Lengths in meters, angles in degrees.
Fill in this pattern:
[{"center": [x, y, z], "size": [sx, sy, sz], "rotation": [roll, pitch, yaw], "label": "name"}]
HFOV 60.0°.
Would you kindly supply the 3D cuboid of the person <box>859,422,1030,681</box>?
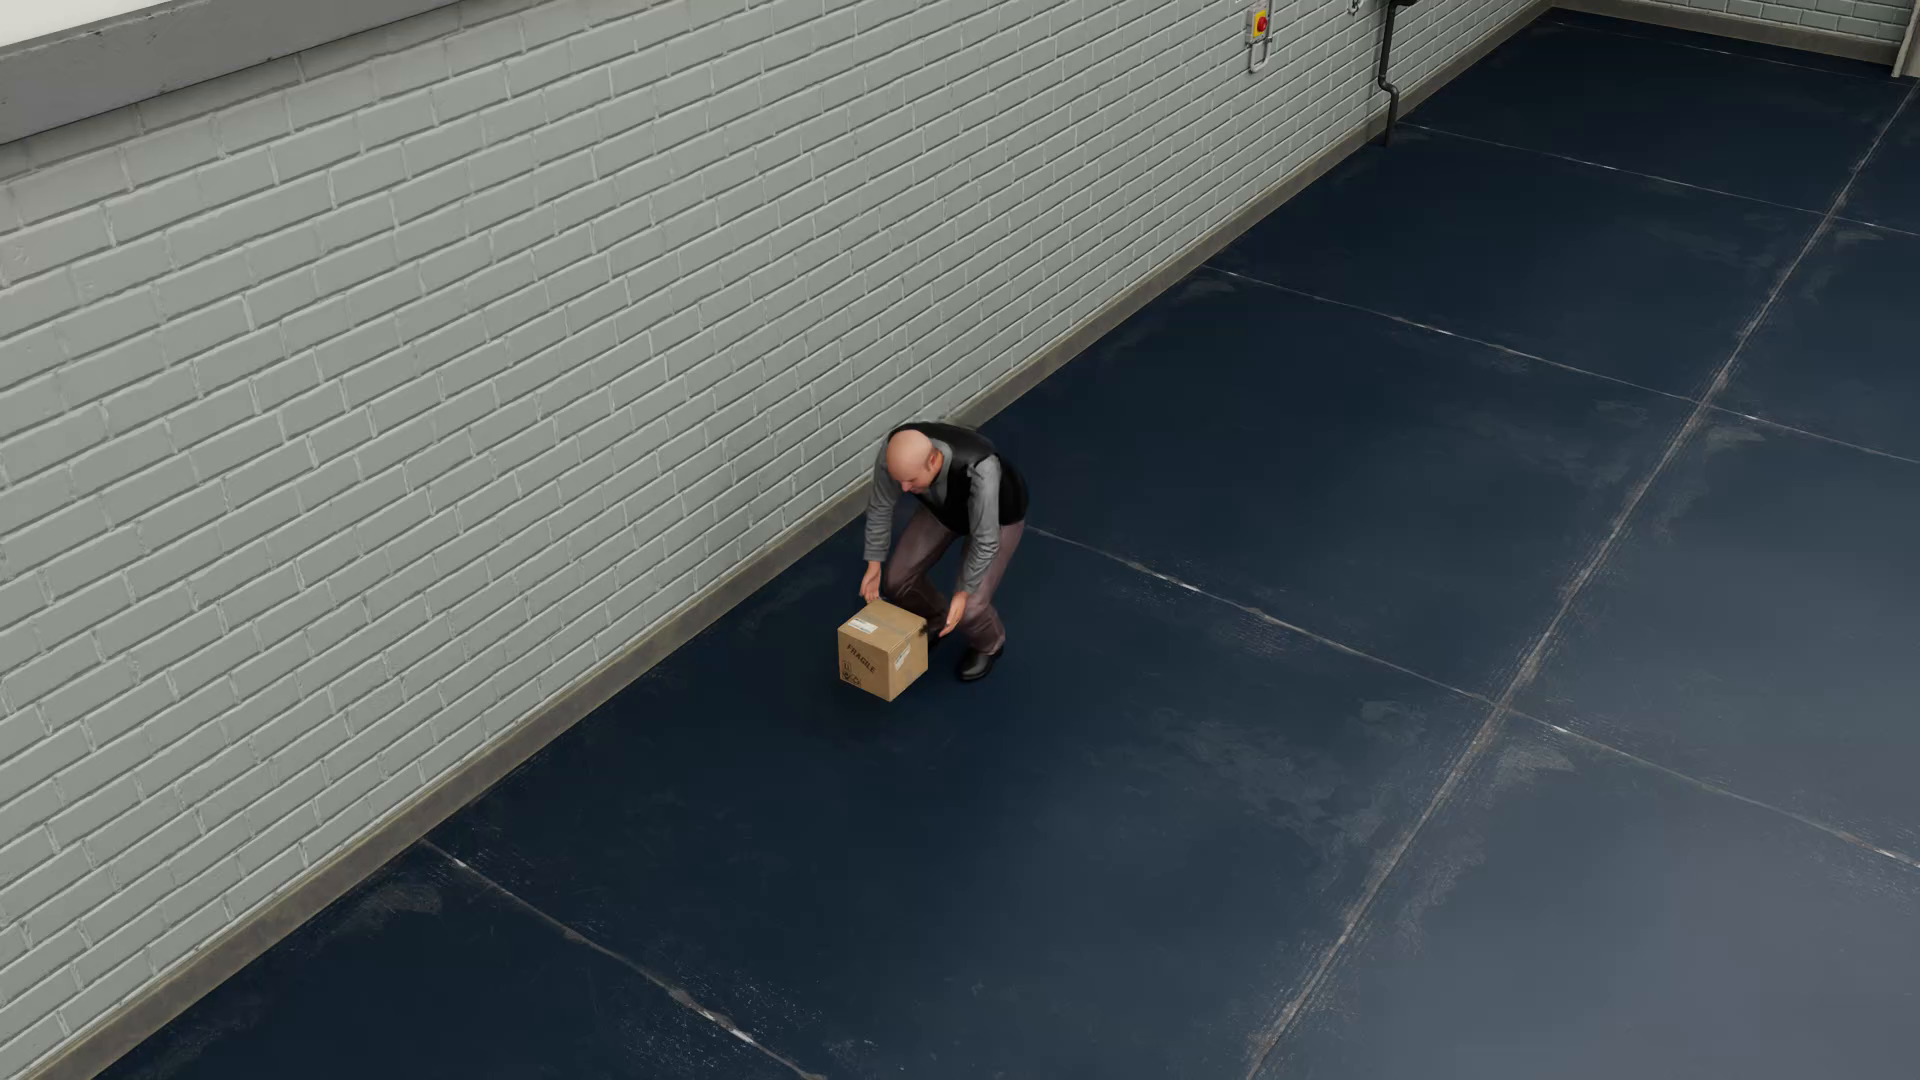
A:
[{"center": [-0.027, -0.003, 6.589], "size": [0.586, 1.254, 0.779], "rotation": [21, 40, 28], "label": "person"}]
